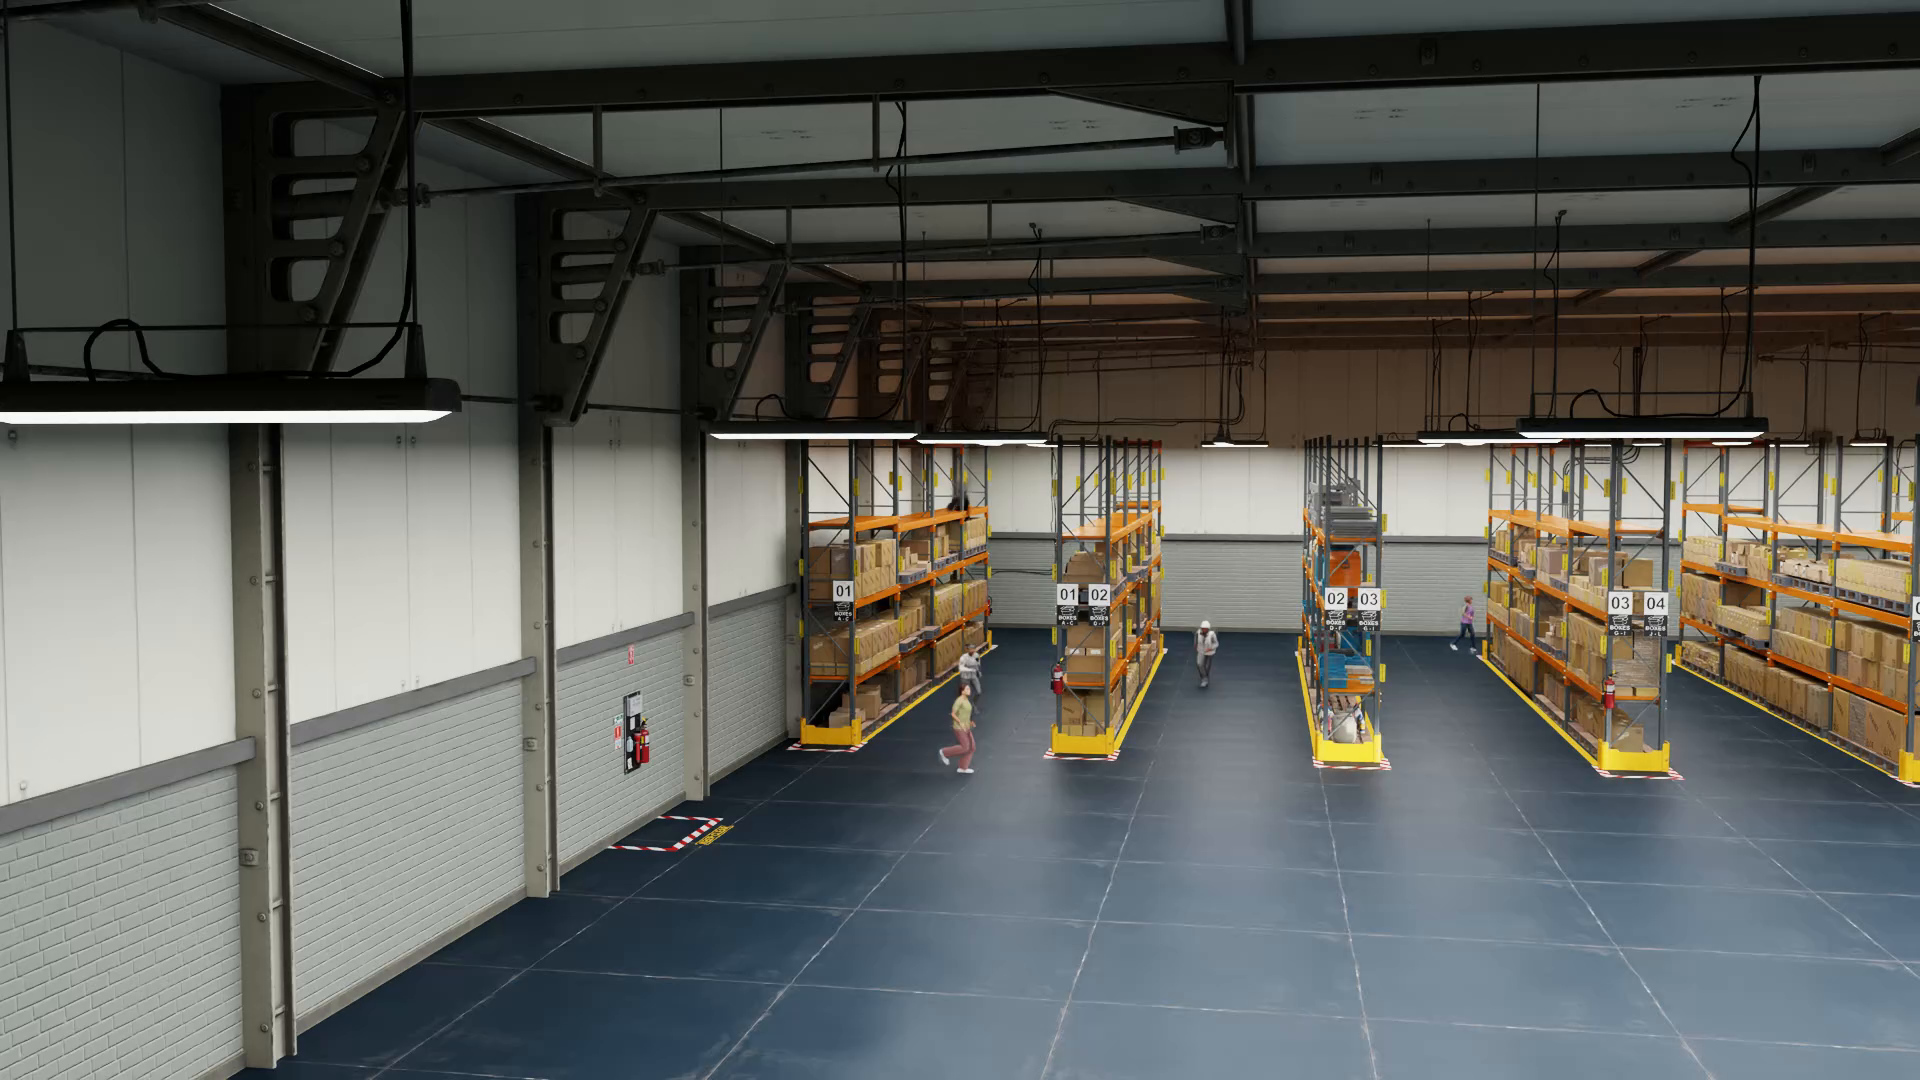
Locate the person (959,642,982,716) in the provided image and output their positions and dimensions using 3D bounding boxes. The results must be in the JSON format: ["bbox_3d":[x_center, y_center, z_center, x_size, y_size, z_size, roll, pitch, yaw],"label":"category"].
[{"bbox_3d":[0.218,2.980,35.828,0.602,1.616,0.917,-1,3,-19],"label":"person"}]

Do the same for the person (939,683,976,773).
[{"bbox_3d":[-0.042,3.323,29.499,0.612,1.613,0.569,1,3,23],"label":"person"}]

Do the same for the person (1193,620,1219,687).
[{"bbox_3d":[5.978,2.718,40.333,0.660,1.609,1.072,1,3,15],"label":"person"}]

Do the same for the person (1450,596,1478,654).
[{"bbox_3d":[14.351,2.379,47.110,0.808,1.616,0.601,3,4,40],"label":"person"}]
